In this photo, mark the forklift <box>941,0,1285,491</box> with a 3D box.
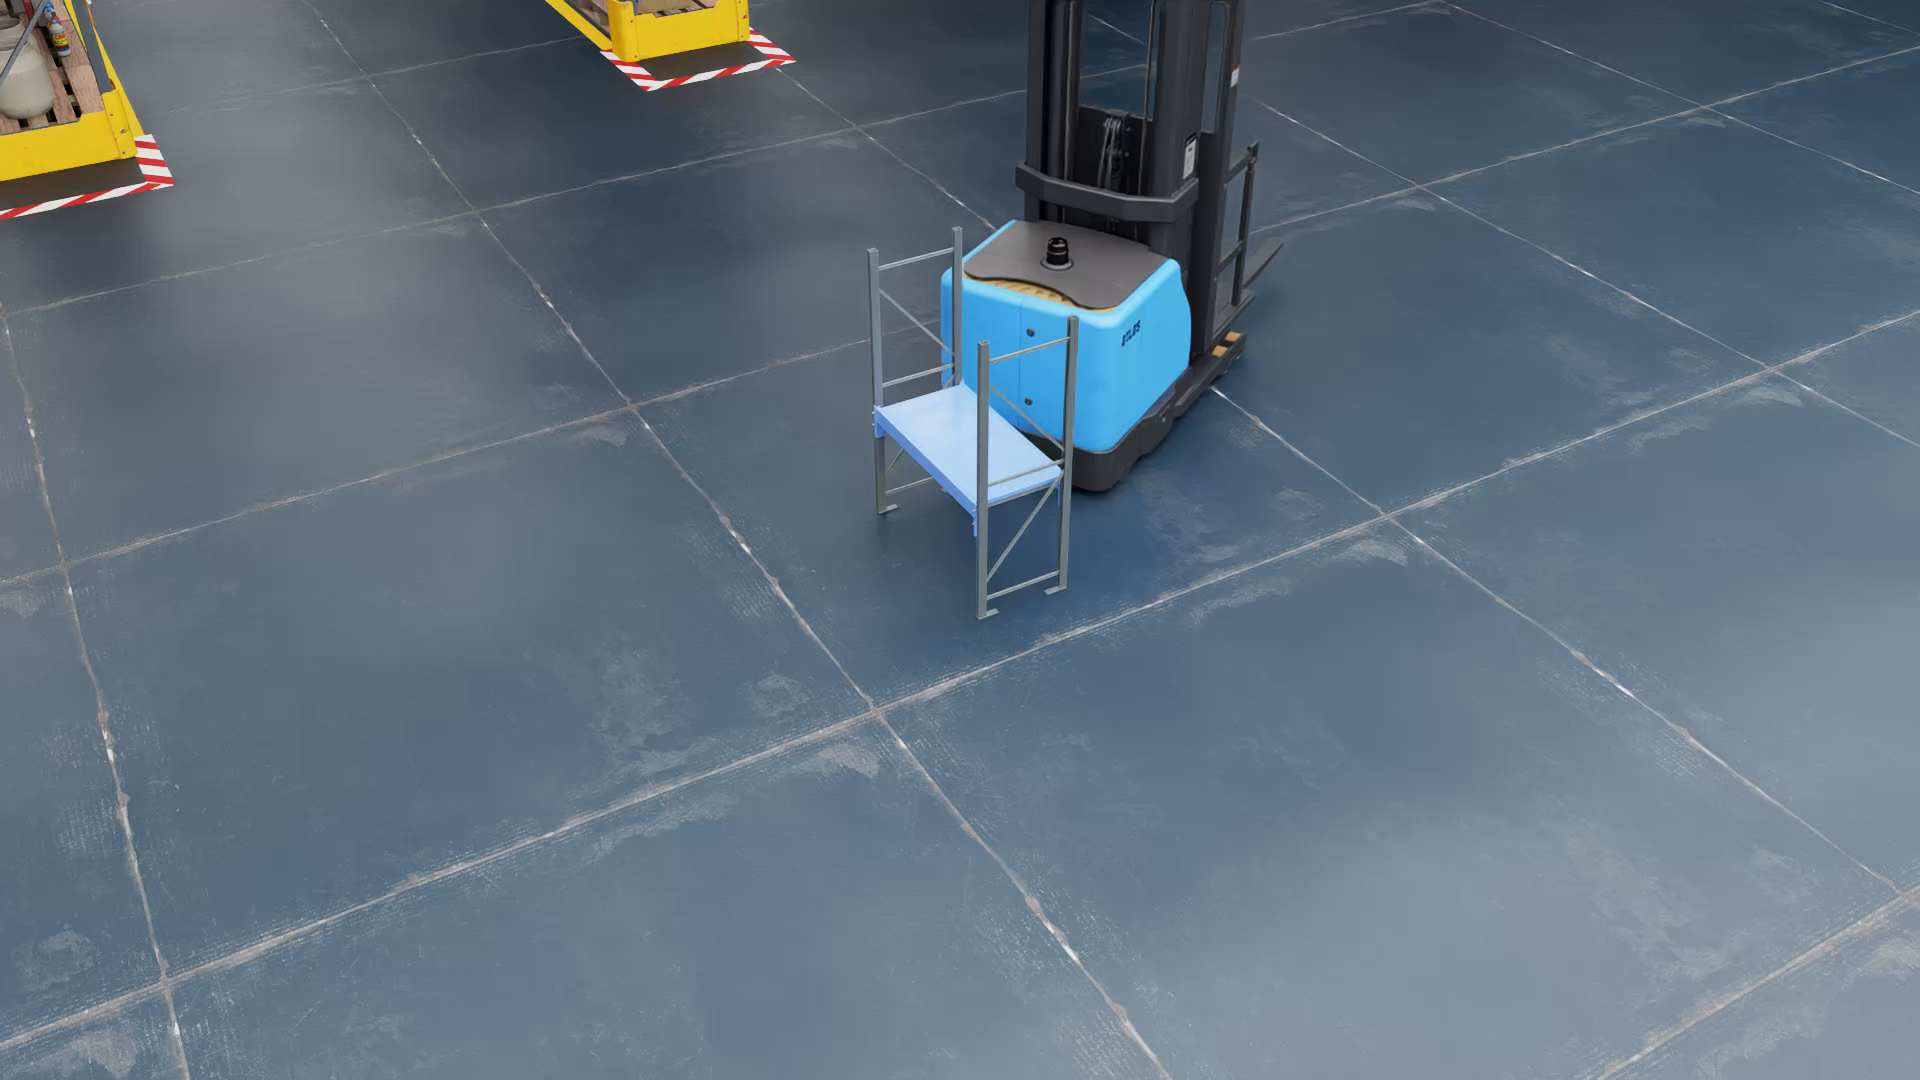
[{"bbox_3d":[1.058,-2.286,9.122,1.130,2.935,3.031,19,40,24],"label":"forklift"}]

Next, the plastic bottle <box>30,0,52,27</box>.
[{"bbox_3d":[-7.735,-4.495,14.025,0.152,0.276,0.135,-18,40,-23],"label":"plastic bottle"}]

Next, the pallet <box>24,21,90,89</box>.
[{"bbox_3d":[-7.726,-3.903,13.643,1.003,0.211,1.213,-19,40,-24],"label":"pallet"}]

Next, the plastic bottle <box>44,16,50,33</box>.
[{"bbox_3d":[-7.549,-4.308,13.832,0.097,0.201,0.097,0,36,0],"label":"plastic bottle"}]

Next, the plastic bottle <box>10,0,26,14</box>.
[{"bbox_3d":[-8.091,-4.687,14.288,0.152,0.276,0.135,-19,40,-24],"label":"plastic bottle"}]

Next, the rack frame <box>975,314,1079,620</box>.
[{"bbox_3d":[0.298,-0.303,7.621,0.500,1.500,0.032,-19,40,-24],"label":"rack frame"}]

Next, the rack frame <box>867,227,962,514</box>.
[{"bbox_3d":[-0.213,-0.821,8.330,0.500,1.500,0.032,-19,40,-24],"label":"rack frame"}]

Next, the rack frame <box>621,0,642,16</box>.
[{"bbox_3d":[-2.353,-5.435,13.376,1.000,3.000,0.127,-19,40,-24],"label":"rack frame"}]

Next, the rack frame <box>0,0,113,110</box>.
[{"bbox_3d":[-6.635,-3.967,11.366,1.000,3.000,0.127,-19,40,-24],"label":"rack frame"}]

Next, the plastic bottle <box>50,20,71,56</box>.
[{"bbox_3d":[-7.277,-4.060,13.433,0.097,0.271,0.097,0,36,0],"label":"plastic bottle"}]

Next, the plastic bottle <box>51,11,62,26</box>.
[{"bbox_3d":[-7.375,-4.186,13.595,0.061,0.283,0.133,-18,40,-23],"label":"plastic bottle"}]

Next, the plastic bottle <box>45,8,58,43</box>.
[{"bbox_3d":[-7.449,-4.235,13.673,0.097,0.271,0.097,0,36,0],"label":"plastic bottle"}]

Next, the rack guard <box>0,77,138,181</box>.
[{"bbox_3d":[-6.714,-2.983,12.137,1.175,0.500,0.348,-19,40,-24],"label":"rack guard"}]

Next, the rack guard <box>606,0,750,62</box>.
[{"bbox_3d":[-2.391,-4.464,14.166,1.175,0.500,0.348,-19,40,-24],"label":"rack guard"}]

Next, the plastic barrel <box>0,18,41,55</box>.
[{"bbox_3d":[-7.284,-3.701,12.755,0.421,0.512,0.421,0,36,0],"label":"plastic barrel"}]

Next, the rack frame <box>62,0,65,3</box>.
[{"bbox_3d":[-8.645,-6.007,14.159,1.000,3.000,0.127,-19,40,-24],"label":"rack frame"}]

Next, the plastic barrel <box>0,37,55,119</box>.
[{"bbox_3d":[-7.032,-3.445,12.405,0.421,0.512,0.421,0,36,0],"label":"plastic barrel"}]

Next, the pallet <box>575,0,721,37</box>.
[{"bbox_3d":[-2.768,-4.772,14.833,1.003,0.211,1.213,-19,40,-24],"label":"pallet"}]

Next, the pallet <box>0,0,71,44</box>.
[{"bbox_3d":[-8.343,-4.526,14.496,1.003,0.211,1.213,-19,40,-24],"label":"pallet"}]

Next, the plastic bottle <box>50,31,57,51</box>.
[{"bbox_3d":[-7.329,-4.085,13.526,0.097,0.201,0.097,0,36,0],"label":"plastic bottle"}]

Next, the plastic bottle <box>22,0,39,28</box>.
[{"bbox_3d":[-7.827,-4.466,13.979,0.061,0.283,0.133,-19,40,-24],"label":"plastic bottle"}]

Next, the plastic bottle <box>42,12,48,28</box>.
[{"bbox_3d":[-7.652,-4.413,13.976,0.097,0.201,0.097,0,36,0],"label":"plastic bottle"}]

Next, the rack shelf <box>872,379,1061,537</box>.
[{"bbox_3d":[0.043,-0.417,8.082,0.538,0.185,1.000,-19,40,-24],"label":"rack shelf"}]

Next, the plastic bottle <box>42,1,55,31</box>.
[{"bbox_3d":[-7.601,-4.389,13.884,0.097,0.271,0.097,0,36,0],"label":"plastic bottle"}]

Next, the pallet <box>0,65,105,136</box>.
[{"bbox_3d":[-7.118,-3.282,12.792,1.003,0.211,1.213,-19,40,-24],"label":"pallet"}]

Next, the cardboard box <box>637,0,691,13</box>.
[{"bbox_3d":[-2.652,-4.919,14.432,0.500,0.500,0.500,-12,38,-16],"label":"cardboard box"}]

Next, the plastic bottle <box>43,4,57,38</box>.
[{"bbox_3d":[-7.499,-4.286,13.743,0.097,0.271,0.097,0,36,0],"label":"plastic bottle"}]

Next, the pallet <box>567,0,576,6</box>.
[{"bbox_3d":[-3.377,-5.394,15.684,1.003,0.211,1.213,-19,40,-24],"label":"pallet"}]

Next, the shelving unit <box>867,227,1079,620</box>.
[{"bbox_3d":[0.043,-0.562,7.975,0.538,1.500,1.048,-19,40,-24],"label":"shelving unit"}]

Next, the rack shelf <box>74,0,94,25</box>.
[{"bbox_3d":[-7.640,-4.697,12.975,1.077,0.370,4.000,-19,40,-24],"label":"rack shelf"}]
